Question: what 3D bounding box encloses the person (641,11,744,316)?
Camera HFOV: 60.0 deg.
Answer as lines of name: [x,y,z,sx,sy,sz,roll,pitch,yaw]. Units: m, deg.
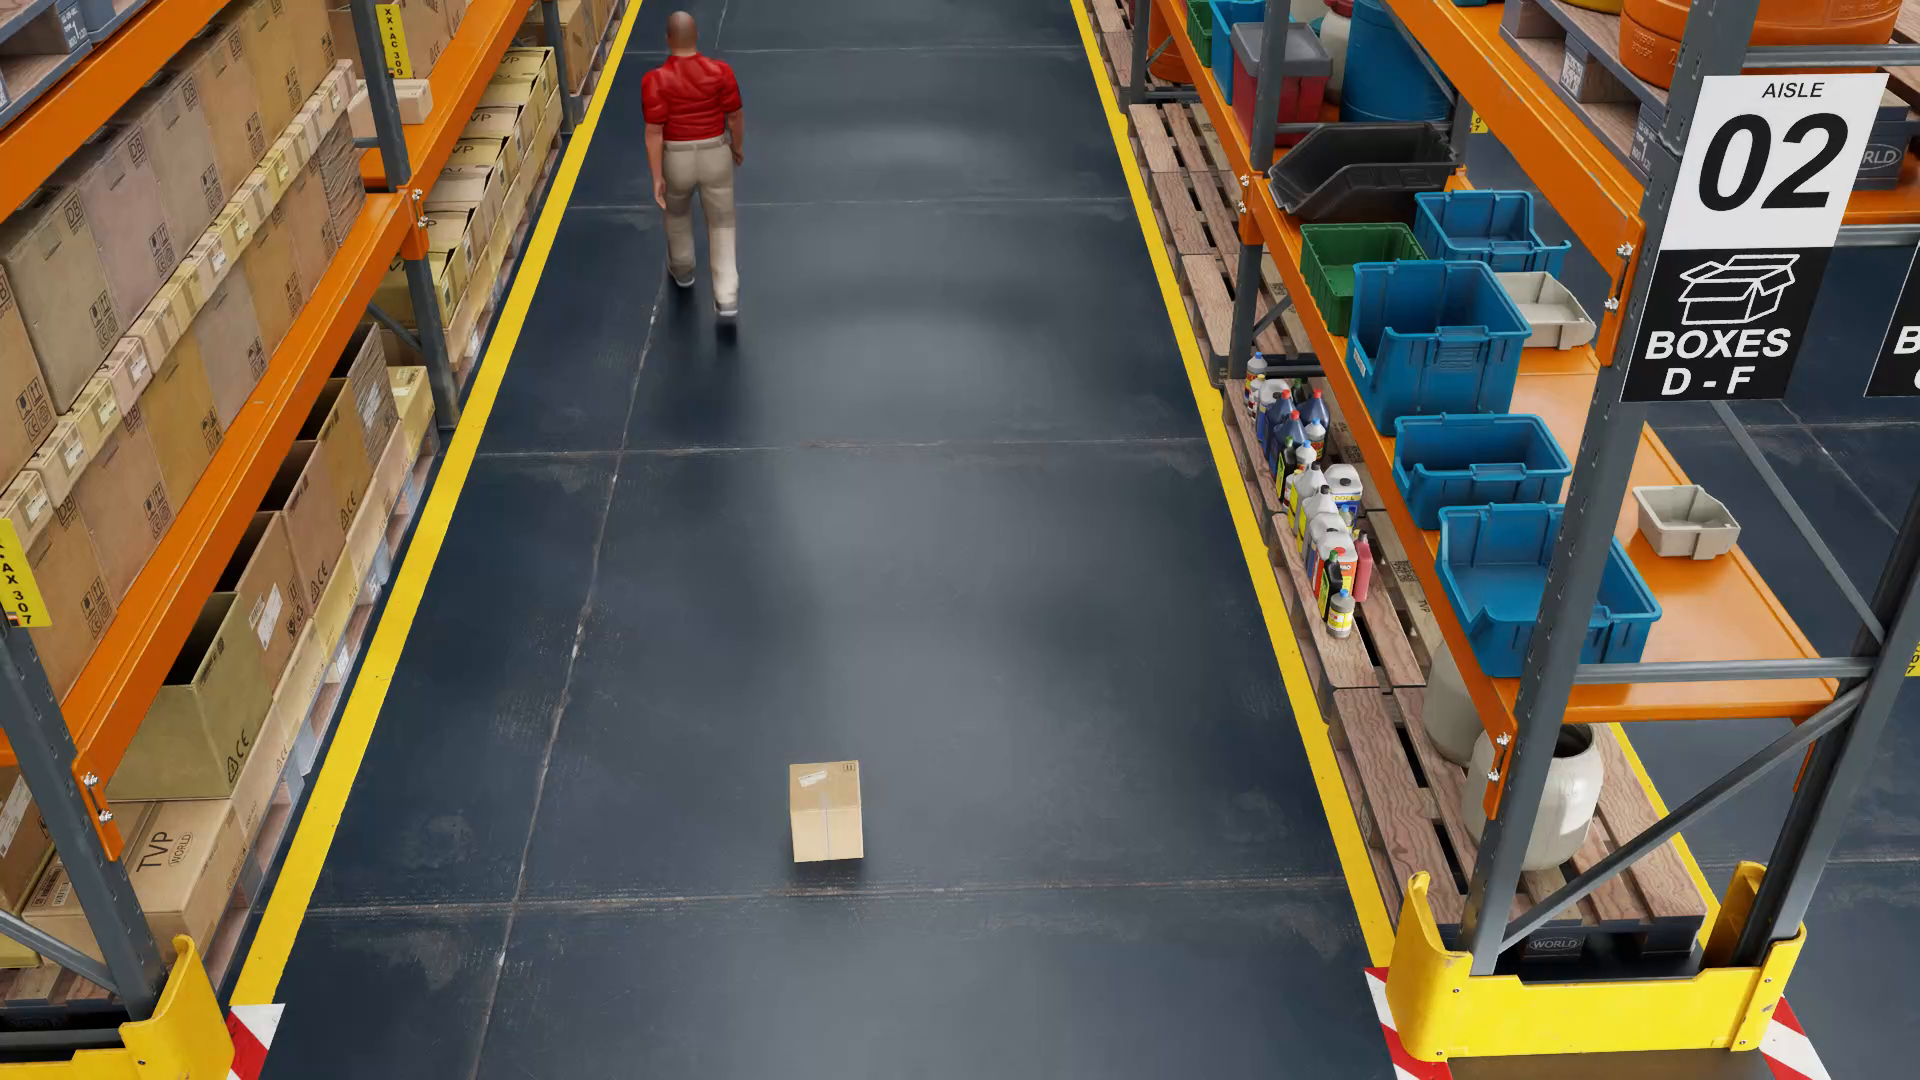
person: [-1.443,-2.081,9.137,0.549,1.679,1.007,-8,36,-11]
